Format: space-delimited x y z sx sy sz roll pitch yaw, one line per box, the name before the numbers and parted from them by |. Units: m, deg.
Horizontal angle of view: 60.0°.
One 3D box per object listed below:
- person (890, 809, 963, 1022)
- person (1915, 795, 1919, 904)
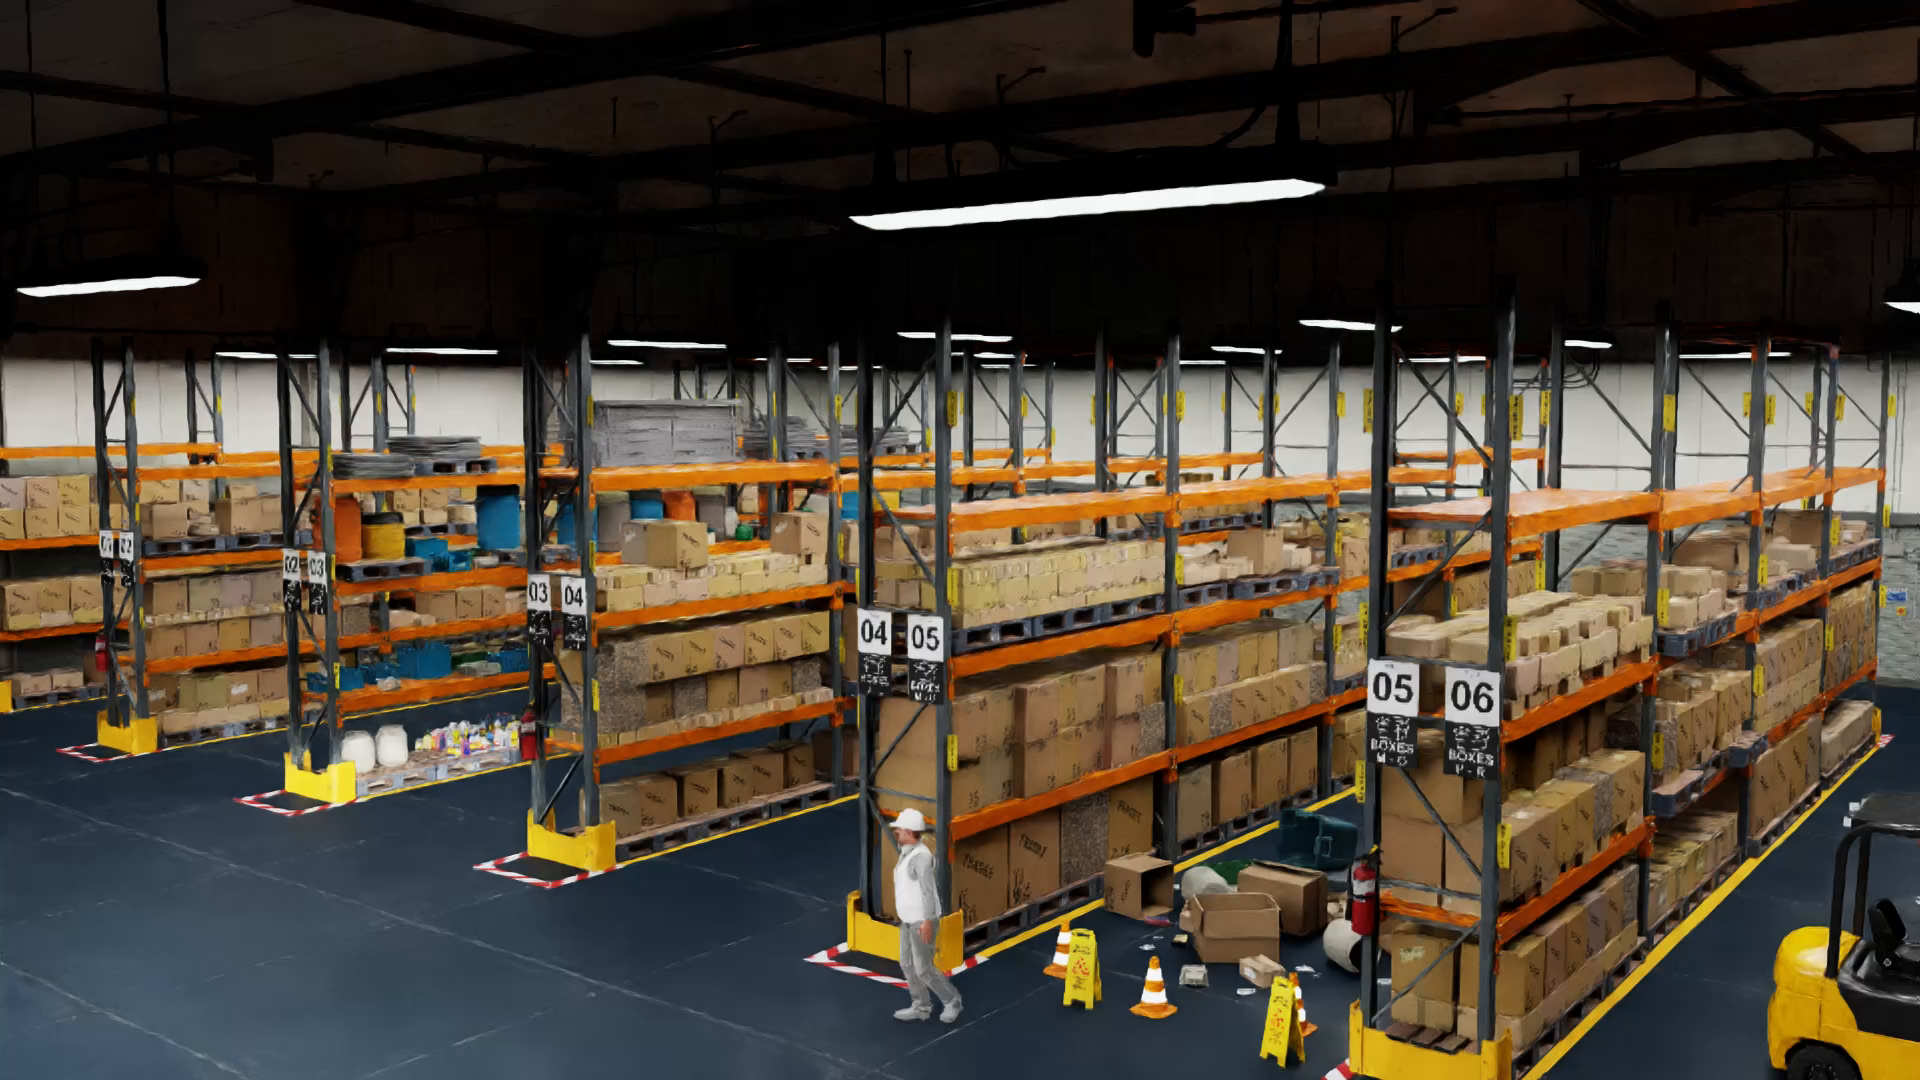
person | -0.280 3.096 13.739 0.572 1.763 0.582 -1 5 -16
person | 9.757 2.920 16.566 0.494 1.596 0.501 -2 5 -23
